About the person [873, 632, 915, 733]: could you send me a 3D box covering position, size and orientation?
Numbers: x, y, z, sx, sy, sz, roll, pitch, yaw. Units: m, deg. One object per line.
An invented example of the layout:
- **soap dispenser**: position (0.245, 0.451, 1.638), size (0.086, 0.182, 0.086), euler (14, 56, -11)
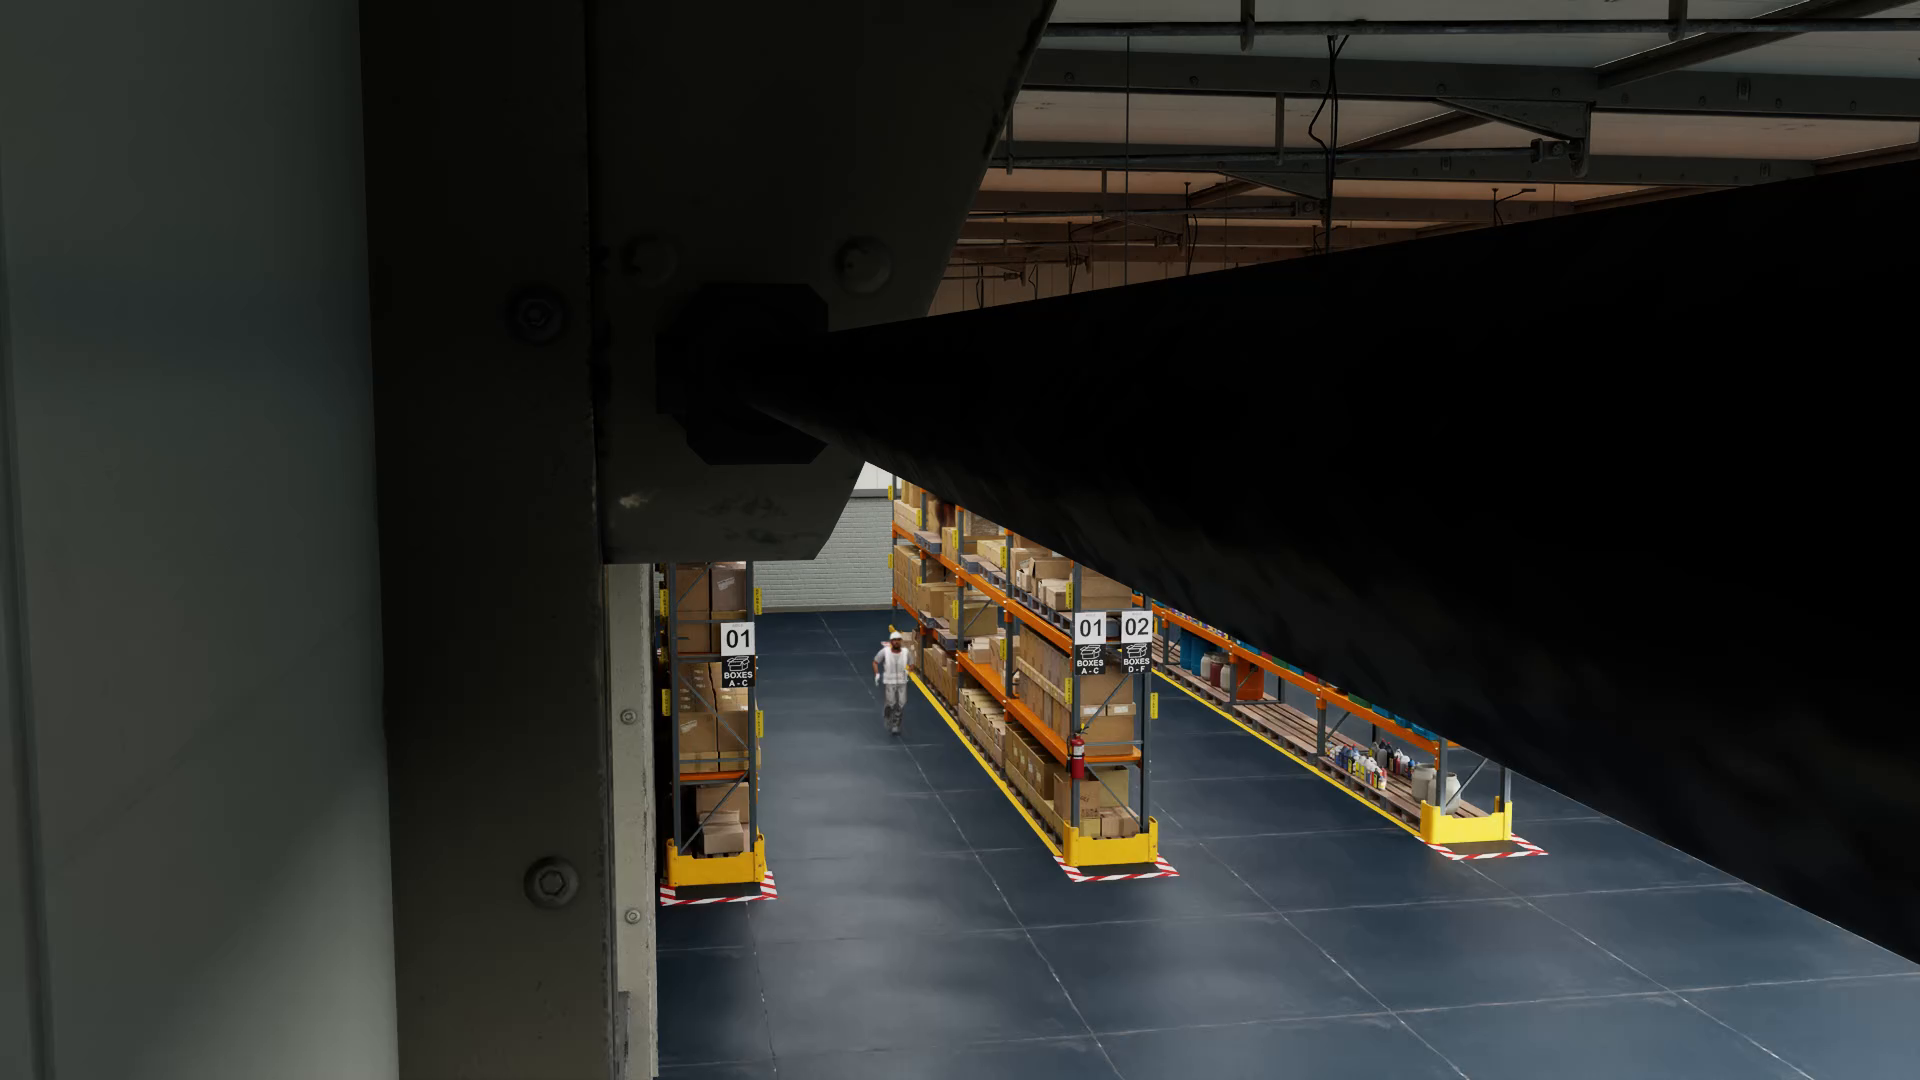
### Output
- **person**: position (-1.081, 2.423, 28.049), size (0.681, 1.738, 0.624), euler (-2, 6, -15)
